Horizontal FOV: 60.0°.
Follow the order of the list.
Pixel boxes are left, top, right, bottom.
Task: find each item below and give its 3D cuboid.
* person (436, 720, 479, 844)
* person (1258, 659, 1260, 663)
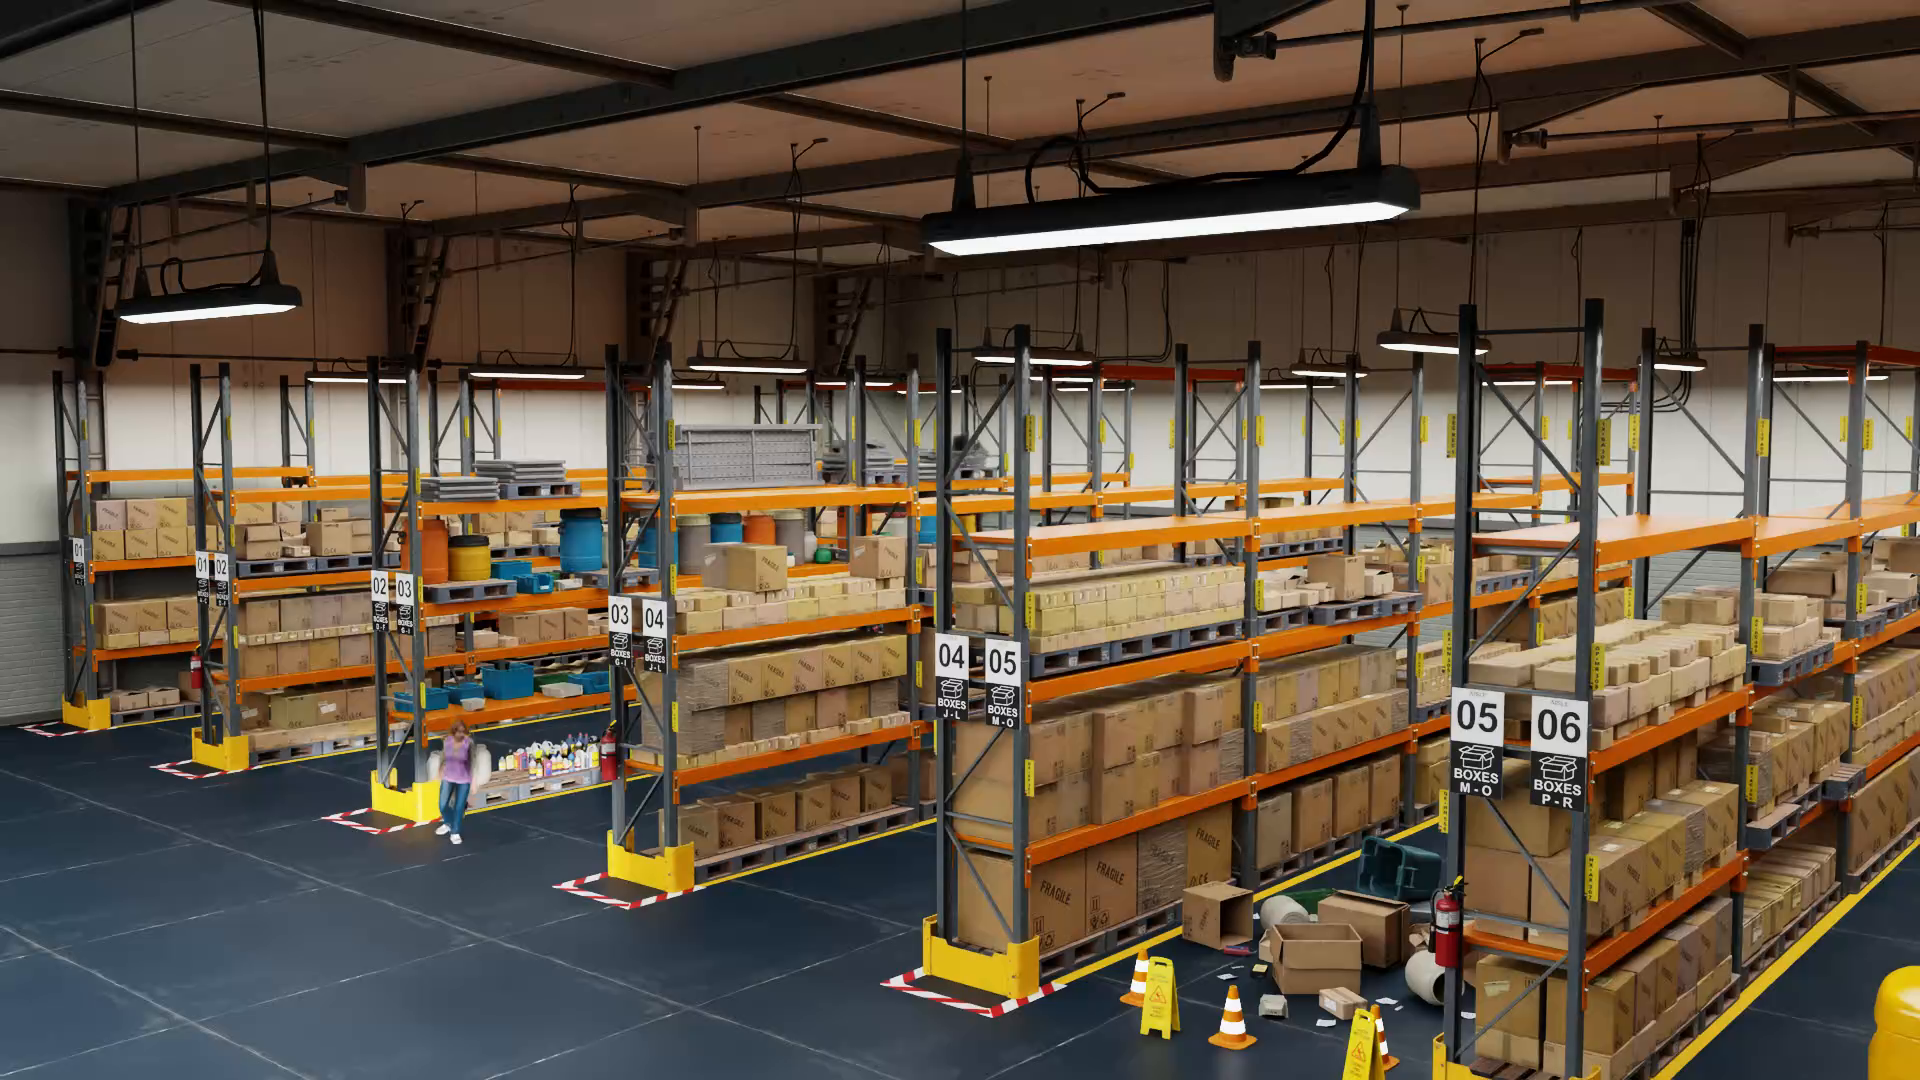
[{"bbox_3d":[-6.135,2.937,20.245,0.569,1.556,0.534,-1,4,-8],"label":"person"},{"bbox_3d":[4.632,2.553,25.424,0.606,1.628,1.003,2,5,28],"label":"person"}]
